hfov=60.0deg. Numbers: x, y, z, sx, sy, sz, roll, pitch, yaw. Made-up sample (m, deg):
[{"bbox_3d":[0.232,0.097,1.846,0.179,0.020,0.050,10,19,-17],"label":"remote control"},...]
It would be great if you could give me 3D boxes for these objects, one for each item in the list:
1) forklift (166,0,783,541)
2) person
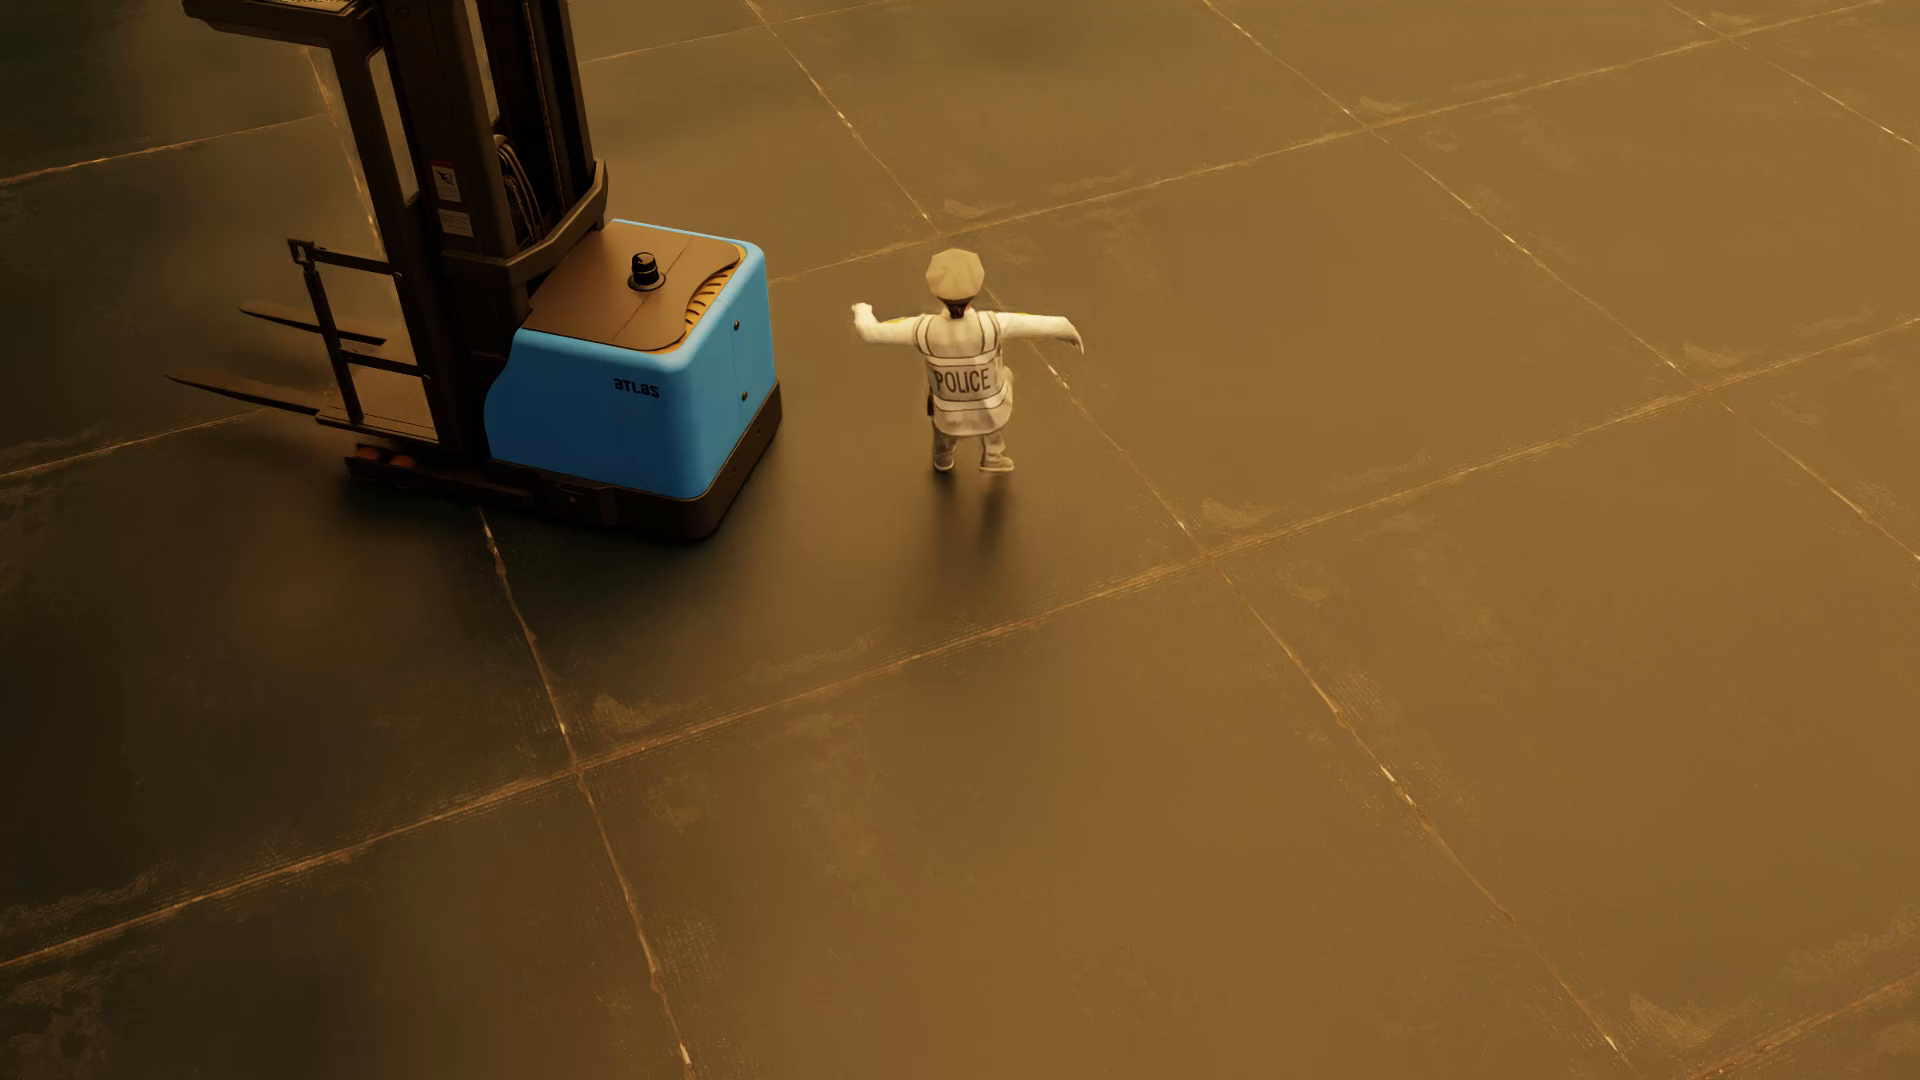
[{"bbox_3d":[-2.470,-1.652,7.450,3.031,2.935,1.130,12,44,13],"label":"forklift"},{"bbox_3d":[0.032,-0.803,7.604,1.047,1.466,0.782,-2,43,-2],"label":"person"}]
